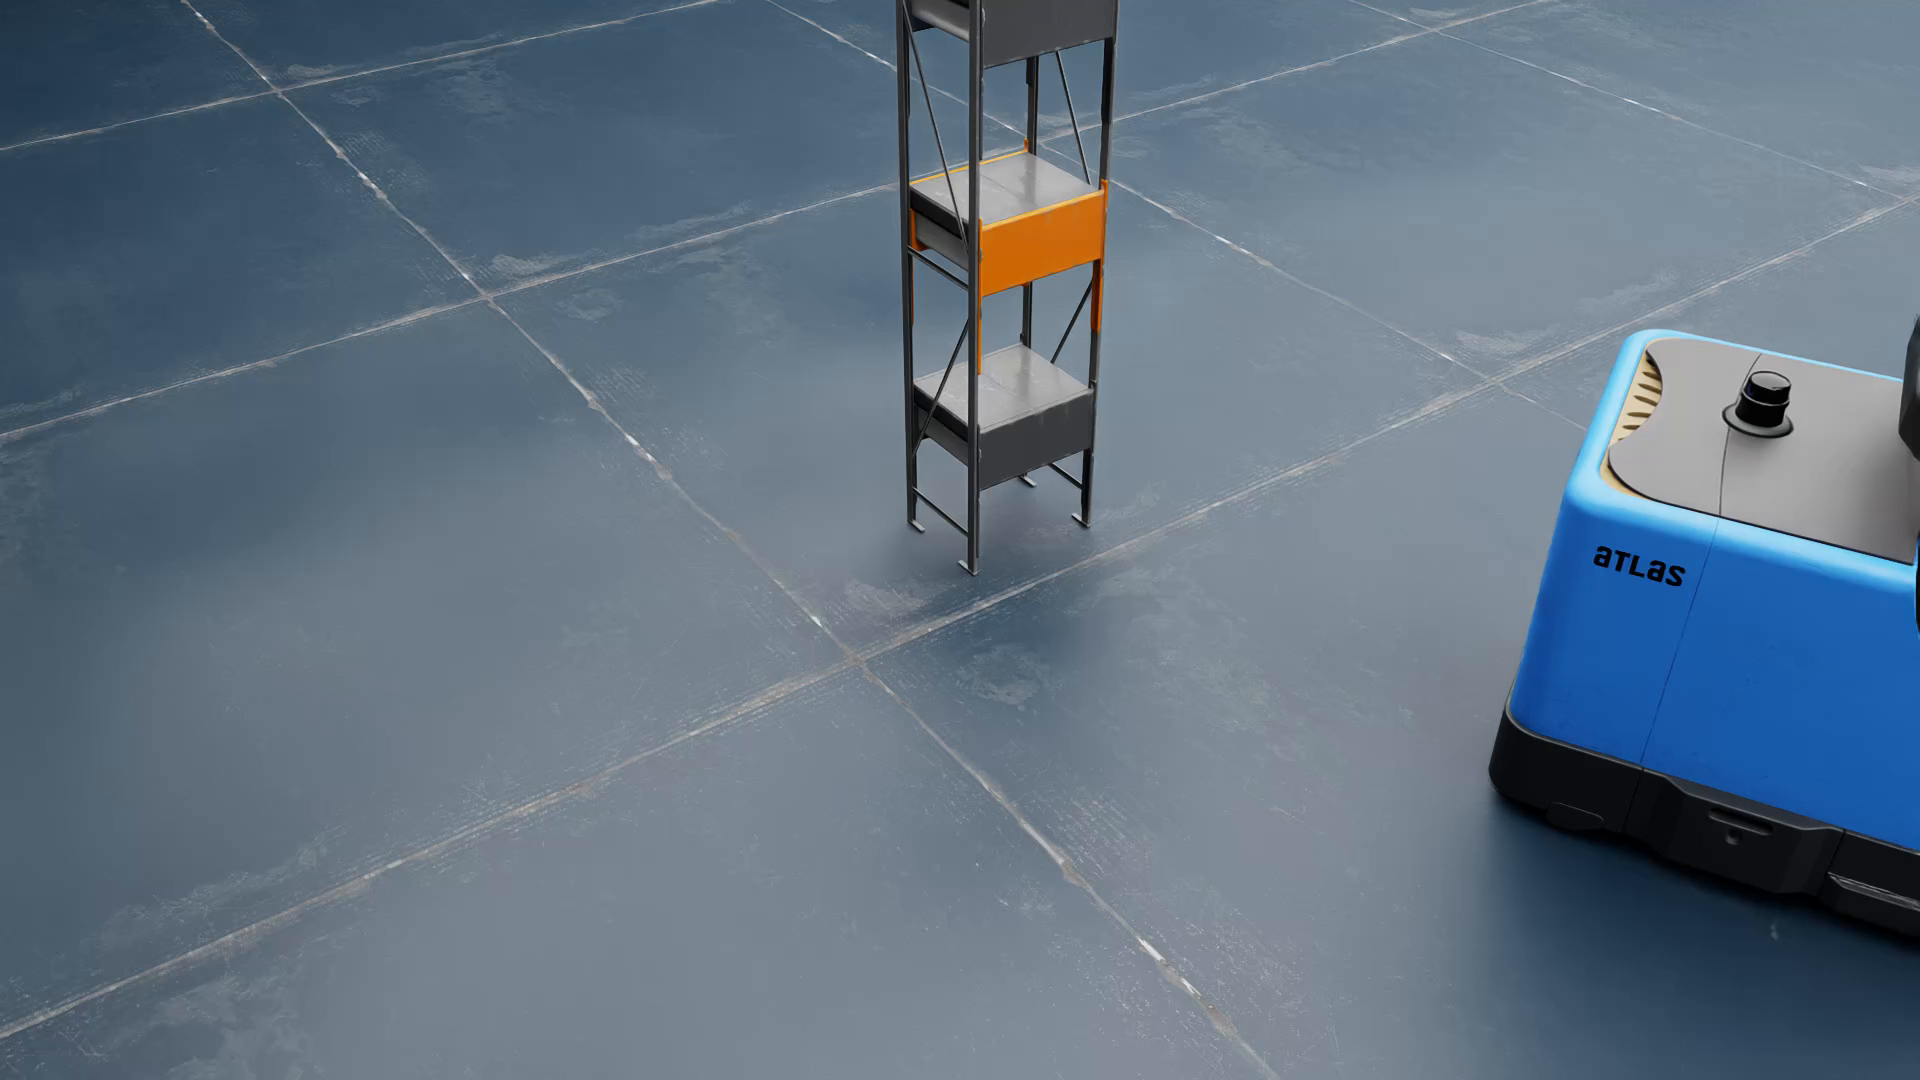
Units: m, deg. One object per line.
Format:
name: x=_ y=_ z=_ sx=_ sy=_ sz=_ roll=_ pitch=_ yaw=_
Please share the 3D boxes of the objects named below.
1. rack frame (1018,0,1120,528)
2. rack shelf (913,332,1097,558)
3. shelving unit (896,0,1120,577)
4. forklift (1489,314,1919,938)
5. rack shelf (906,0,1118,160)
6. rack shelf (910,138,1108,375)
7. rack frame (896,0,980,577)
rack frame: x=0.335 y=-0.990 z=5.328 sx=0.015 sy=2.100 sz=0.400 roll=-22 pitch=41 yaw=-28
rack shelf: x=0.135 y=-0.329 z=5.631 sx=0.480 sy=0.518 sz=0.431 roll=-22 pitch=41 yaw=-28
shelving unit: x=0.135 y=-0.908 z=5.214 sx=0.503 sy=2.100 sz=0.431 roll=-22 pitch=41 yaw=-28
forklift: x=3.045 y=-0.299 z=3.656 sx=3.031 sy=2.935 sz=1.130 roll=17 pitch=39 yaw=22
rack shelf: x=0.135 y=-1.465 z=4.814 sx=0.480 sy=0.518 sz=0.431 roll=-22 pitch=41 yaw=-28
rack shelf: x=0.135 y=-0.897 z=5.222 sx=0.480 sy=0.518 sz=0.431 roll=-22 pitch=41 yaw=-28
rack frame: x=-0.064 y=-0.826 z=5.100 sx=0.015 sy=2.100 sz=0.400 roll=-22 pitch=41 yaw=-28
